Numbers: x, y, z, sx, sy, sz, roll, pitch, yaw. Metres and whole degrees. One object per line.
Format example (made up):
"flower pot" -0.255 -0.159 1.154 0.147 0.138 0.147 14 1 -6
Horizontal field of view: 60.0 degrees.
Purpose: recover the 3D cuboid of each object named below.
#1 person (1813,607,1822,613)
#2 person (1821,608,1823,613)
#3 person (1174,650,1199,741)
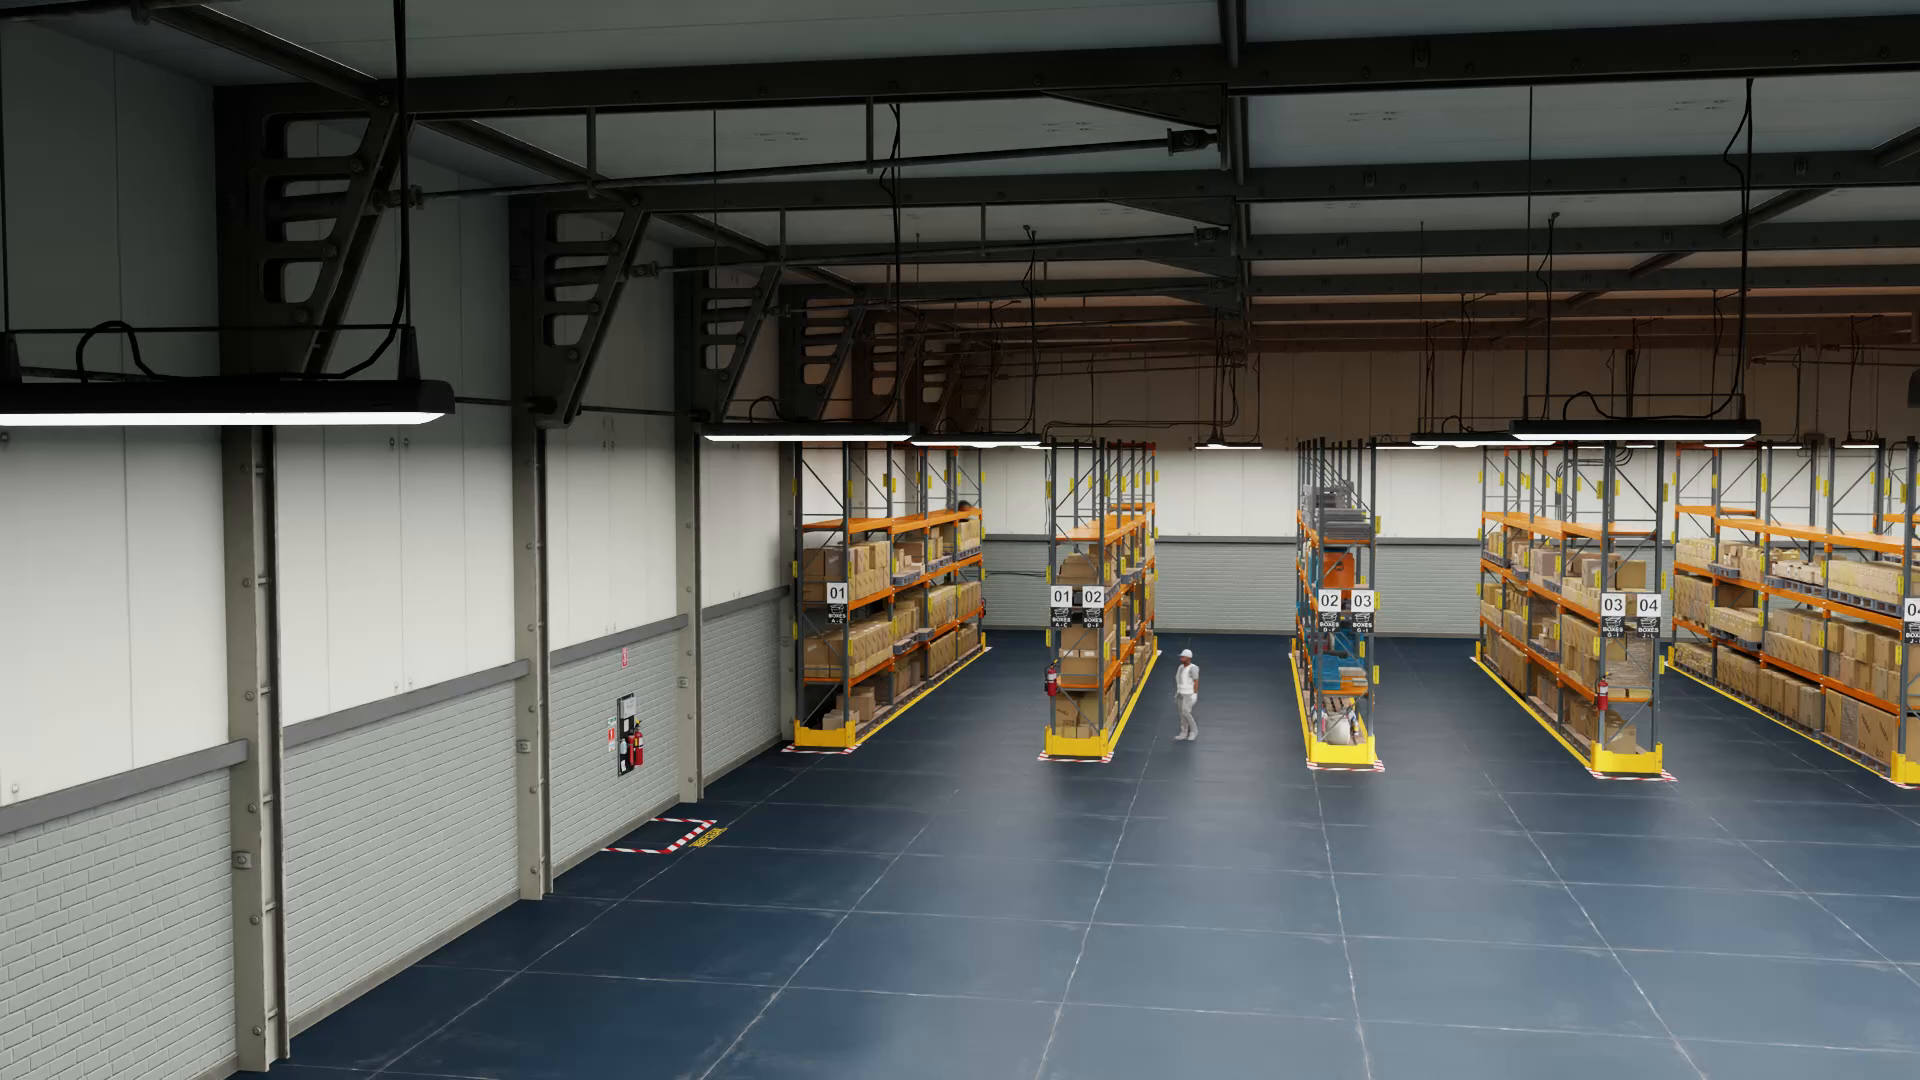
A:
"person" 21.778 2.598 42.404 0.590 1.799 0.477 -2 4 -31
"person" 24.119 2.458 46.617 0.737 1.607 0.480 -1 3 -11
"person" 4.479 3.073 33.015 0.404 1.789 0.612 -1 3 -25
